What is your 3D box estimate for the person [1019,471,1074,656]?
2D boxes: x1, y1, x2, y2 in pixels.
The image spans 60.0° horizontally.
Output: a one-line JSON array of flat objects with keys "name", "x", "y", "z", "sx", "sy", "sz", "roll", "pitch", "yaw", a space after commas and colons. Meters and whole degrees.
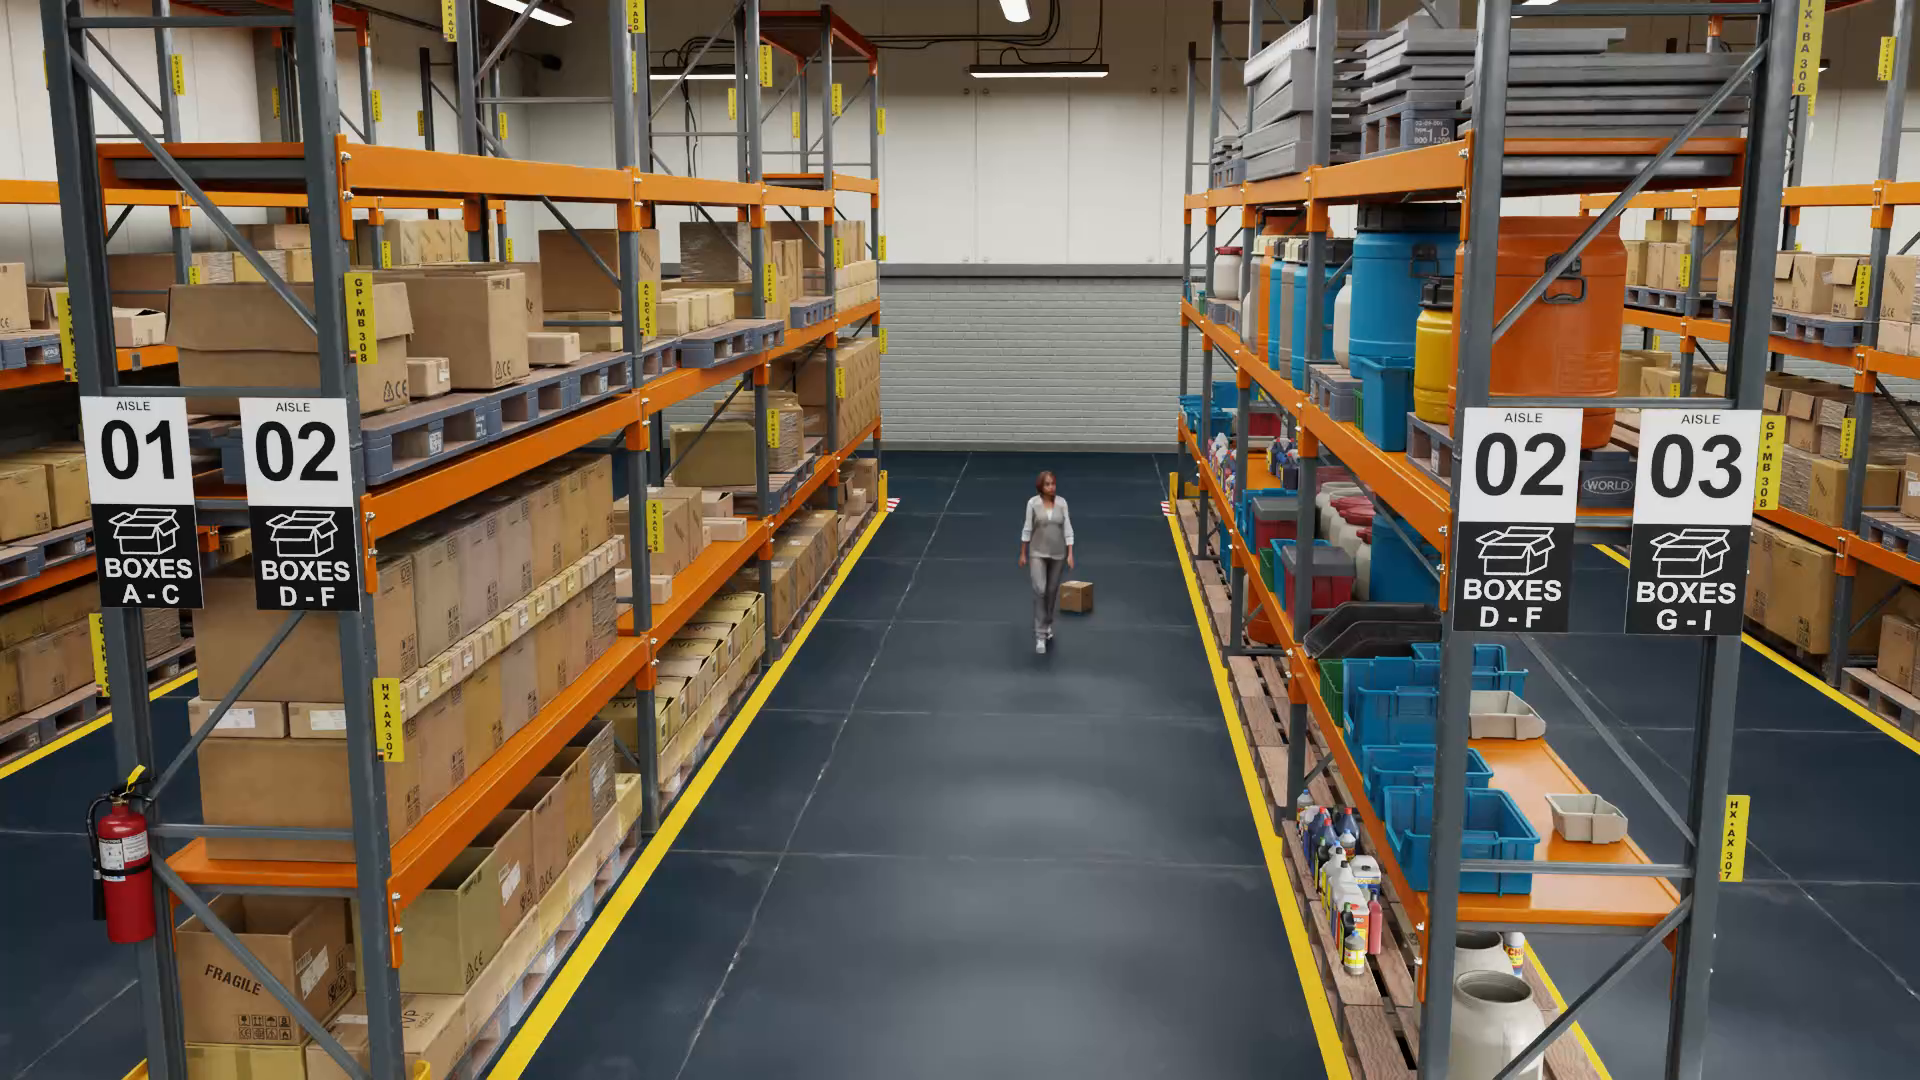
[{"name": "person", "x": 0.796, "y": 0.182, "z": 15.034, "sx": 0.459, "sy": 1.620, "sz": 0.724, "roll": -2, "pitch": 11, "yaw": -12}]
